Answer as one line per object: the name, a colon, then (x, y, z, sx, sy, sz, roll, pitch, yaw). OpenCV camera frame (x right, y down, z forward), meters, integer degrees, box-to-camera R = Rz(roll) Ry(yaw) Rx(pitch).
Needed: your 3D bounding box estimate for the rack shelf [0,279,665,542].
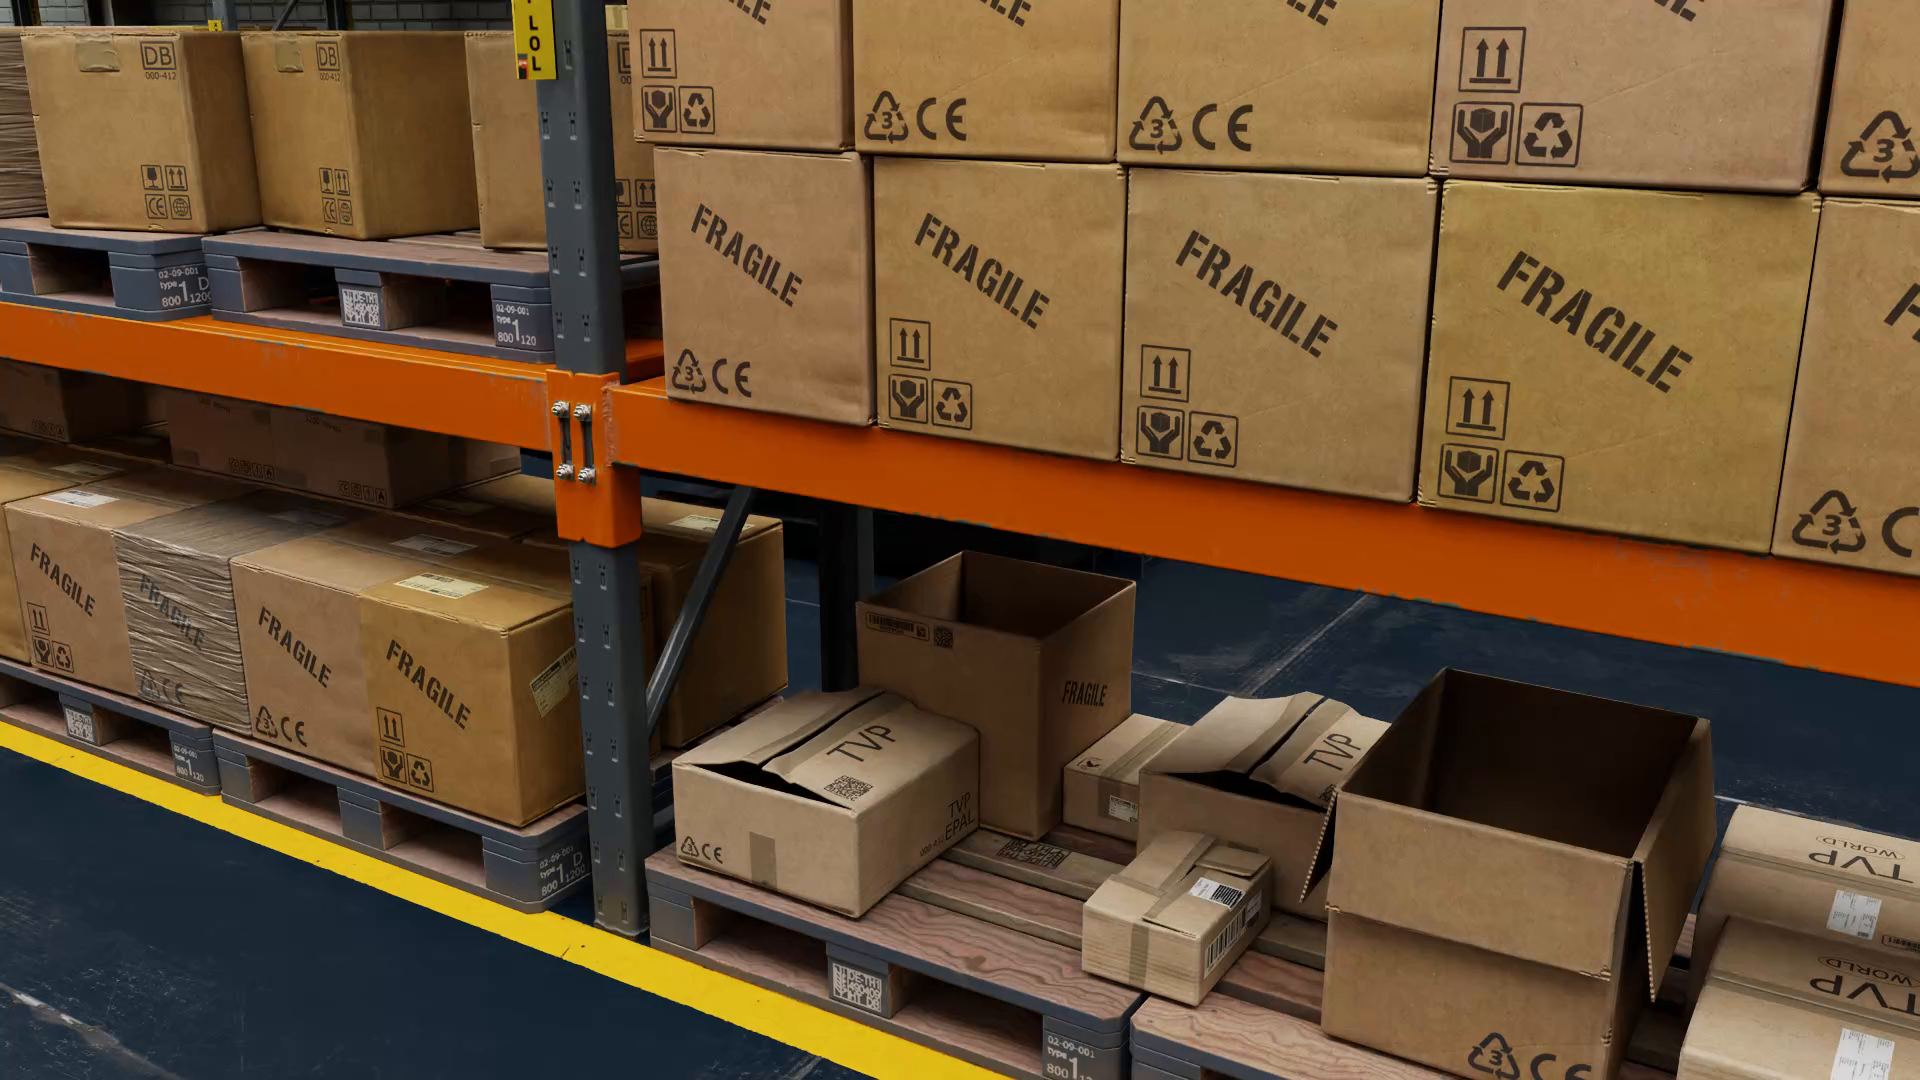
rack shelf: (-2.246, -0.602, 4.941, 4.000, 0.370, 1.077, 10, 20, 30)

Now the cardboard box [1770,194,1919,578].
cardboard box: (1.477, -0.238, 2.331, 0.500, 0.500, 0.500, 10, 20, 30)

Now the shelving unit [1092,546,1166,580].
shelving unit: (0.663, -0.322, 6.393, 0.210, 0.900, 0.258, 9, 19, 28)

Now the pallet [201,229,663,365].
pallet: (-1.165, -0.699, 4.352, 1.213, 0.211, 1.003, 10, 20, 30)

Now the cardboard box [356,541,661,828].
cardboard box: (-1.112, 0.339, 4.147, 0.500, 0.500, 0.500, 10, 20, 30)

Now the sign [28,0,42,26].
sign: (-7.870, -4.535, 14.113, 0.005, 0.325, 0.100, 10, 20, 30)

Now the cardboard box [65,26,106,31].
cardboard box: (-6.186, -3.532, 12.282, 0.500, 0.500, 0.500, 9, 19, 28)

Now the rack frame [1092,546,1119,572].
rack frame: (0.574, -0.337, 6.441, 0.006, 0.900, 0.240, 9, 19, 28)

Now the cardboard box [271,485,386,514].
cardboard box: (-1.708, 0.053, 5.089, 0.500, 0.500, 0.500, 10, 20, 31)

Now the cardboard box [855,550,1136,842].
cardboard box: (0.092, 0.360, 4.080, 0.500, 0.500, 0.500, 10, 20, 30)

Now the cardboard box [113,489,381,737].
cardboard box: (-1.956, 0.186, 4.653, 0.500, 0.500, 0.500, 10, 20, 31)

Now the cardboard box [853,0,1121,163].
cardboard box: (0.153, -0.949, 2.951, 0.500, 0.500, 0.500, 9, 19, 28)

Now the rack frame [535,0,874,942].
rack frame: (-0.542, -0.642, 3.835, 0.127, 3.000, 1.000, 10, 20, 30)

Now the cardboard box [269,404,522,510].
cardboard box: (-1.678, -0.302, 4.967, 0.500, 0.250, 0.500, 10, 20, 30)

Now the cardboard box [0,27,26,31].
cardboard box: (-7.075, -3.687, 12.791, 0.500, 0.500, 0.500, 9, 19, 28)

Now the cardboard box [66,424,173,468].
cardboard box: (-2.589, -0.102, 5.601, 0.500, 0.500, 0.500, 9, 19, 28)

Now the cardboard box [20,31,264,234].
cardboard box: (-2.079, -1.144, 4.593, 0.500, 0.500, 0.700, 5, 18, 16)

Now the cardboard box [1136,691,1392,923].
cardboard box: (0.732, 0.564, 3.732, 0.500, 0.311, 0.500, 10, 20, 30)

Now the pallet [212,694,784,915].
pallet: (-1.254, 0.578, 4.616, 1.213, 0.211, 1.003, 10, 20, 30)

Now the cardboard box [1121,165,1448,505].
cardboard box: (0.613, -0.391, 2.836, 0.500, 0.500, 0.500, 10, 20, 30)

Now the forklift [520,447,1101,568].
forklift: (-0.752, -1.525, 6.860, 3.031, 2.935, 1.130, 9, 19, 28)

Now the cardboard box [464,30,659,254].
cardboard box: (-0.828, -1.018, 4.179, 0.500, 0.500, 0.700, 4, 17, 12)

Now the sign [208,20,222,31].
sign: (-5.047, -3.365, 11.309, 0.005, 0.325, 0.100, 10, 20, 30)

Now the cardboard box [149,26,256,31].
cardboard box: (-5.334, -3.378, 11.776, 0.500, 0.500, 0.500, 10, 20, 30)

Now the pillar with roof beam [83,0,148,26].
pillar with roof beam: (-9.382, -5.607, 9.857, 0.400, 9.000, 9.100, 10, 20, 30)

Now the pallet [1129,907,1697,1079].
pallet: (1.087, 0.982, 3.285, 1.213, 0.211, 1.003, 10, 20, 30)

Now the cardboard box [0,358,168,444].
cardboard box: (-2.980, -0.532, 5.726, 0.500, 0.250, 0.500, 11, 20, 32)

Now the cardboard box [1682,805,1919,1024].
cardboard box: (1.700, 0.766, 3.172, 0.500, 0.250, 0.500, 10, 20, 30)

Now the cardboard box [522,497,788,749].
cardboard box: (-0.826, 0.209, 4.575, 0.500, 0.500, 0.500, 9, 19, 28)

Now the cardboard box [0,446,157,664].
cardboard box: (-2.838, 0.031, 5.163, 0.500, 0.500, 0.500, 10, 19, 29)

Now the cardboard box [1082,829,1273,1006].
cardboard box: (0.445, 0.749, 3.371, 0.250, 0.166, 0.380, 10, 20, 30)

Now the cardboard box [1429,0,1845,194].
cardboard box: (1.031, -0.792, 2.436, 0.500, 0.500, 0.500, 11, 20, 32)

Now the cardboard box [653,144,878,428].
cardboard box: (-0.250, -0.545, 3.343, 0.500, 0.500, 0.500, 11, 20, 31)

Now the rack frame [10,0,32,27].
rack frame: (-8.178, -3.695, 13.884, 0.127, 3.000, 1.000, 10, 20, 30)
